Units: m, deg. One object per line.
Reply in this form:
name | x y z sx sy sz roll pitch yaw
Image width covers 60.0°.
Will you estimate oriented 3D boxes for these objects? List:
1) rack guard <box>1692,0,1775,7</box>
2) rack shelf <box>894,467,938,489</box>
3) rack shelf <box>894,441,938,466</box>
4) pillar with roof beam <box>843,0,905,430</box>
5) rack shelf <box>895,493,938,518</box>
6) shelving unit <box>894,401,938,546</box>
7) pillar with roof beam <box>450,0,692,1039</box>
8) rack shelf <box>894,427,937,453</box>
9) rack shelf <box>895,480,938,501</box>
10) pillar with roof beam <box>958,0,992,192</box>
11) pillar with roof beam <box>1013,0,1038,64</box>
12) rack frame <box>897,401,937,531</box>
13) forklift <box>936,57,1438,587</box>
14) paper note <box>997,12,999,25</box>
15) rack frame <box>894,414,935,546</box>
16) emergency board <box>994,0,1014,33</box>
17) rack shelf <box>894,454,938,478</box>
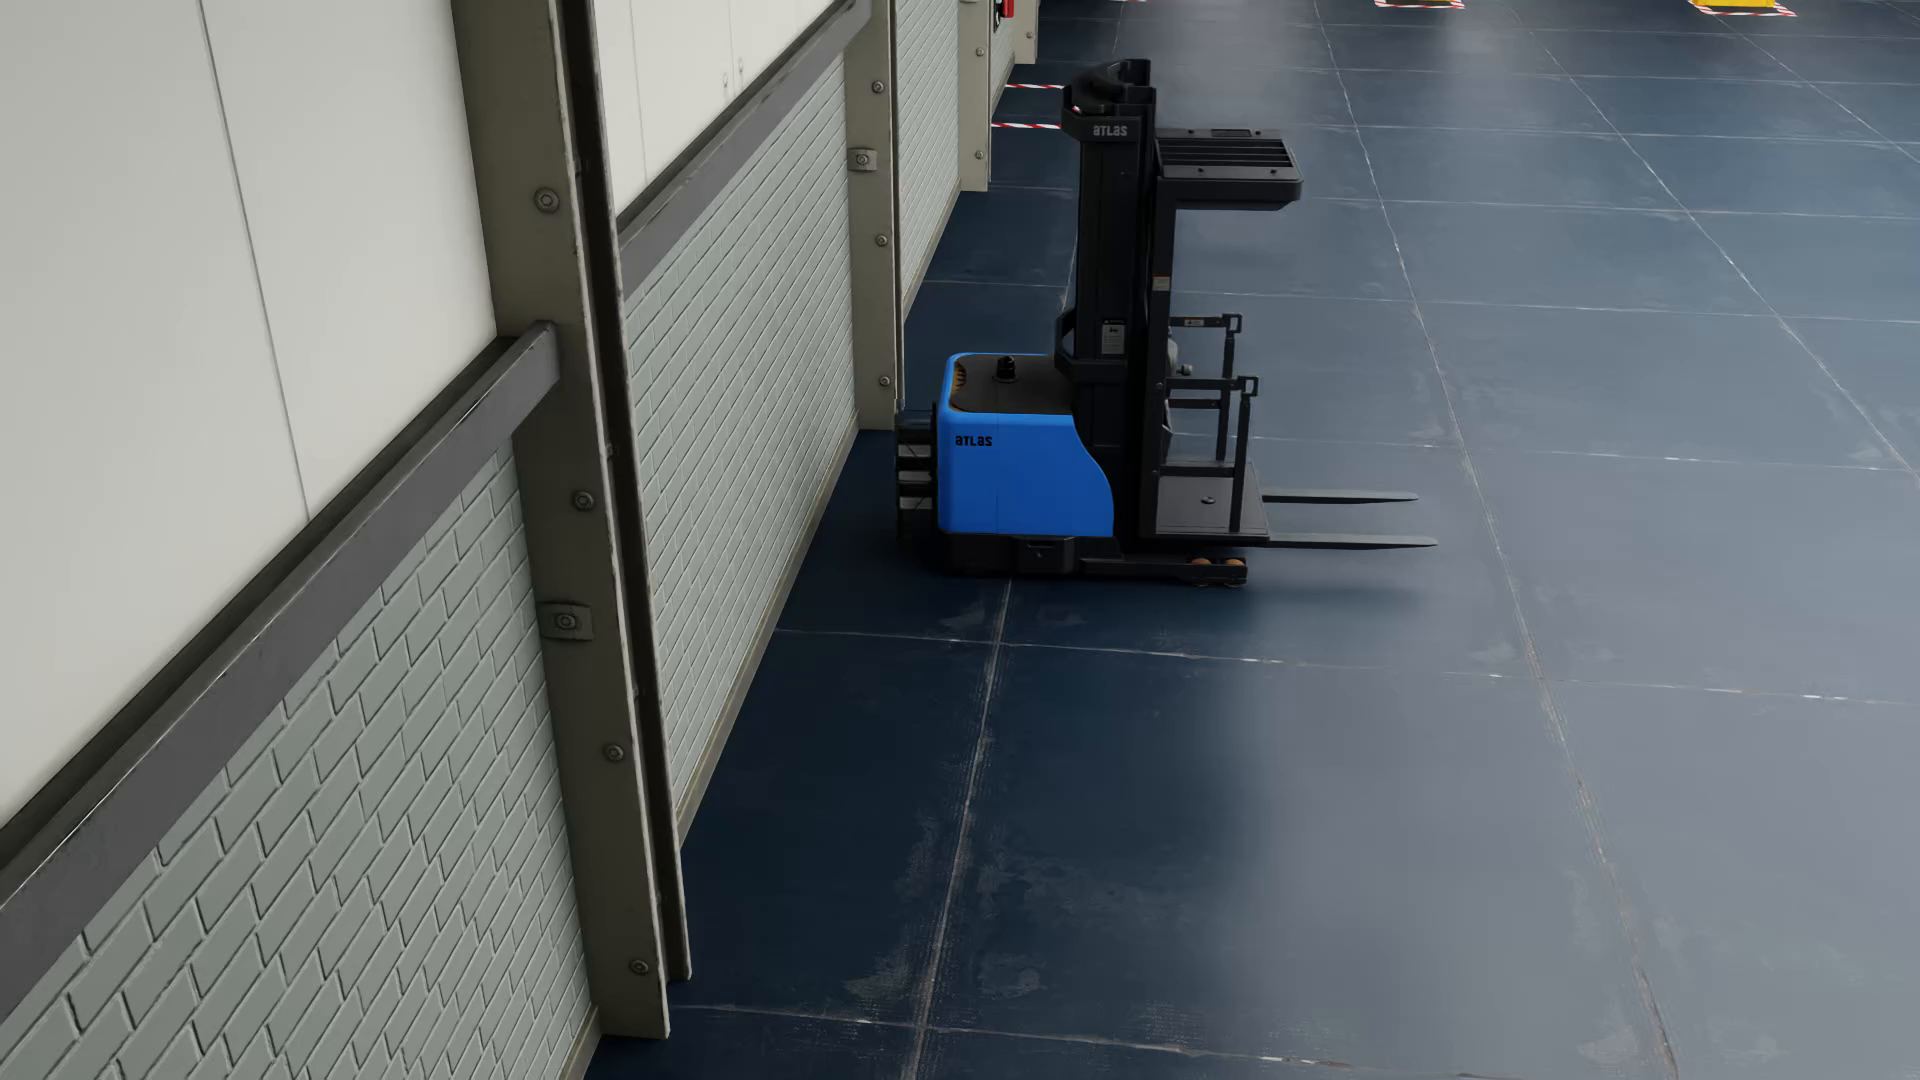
rack guard | 12.186 -8.670 26.107 1.175 0.500 0.348 3 28 6
rack shelf | -0.271 -0.379 10.366 0.258 0.077 0.200 1 28 3
rack shelf | -0.271 -0.537 10.280 0.258 0.077 0.200 1 28 3
pillar with roof beam | 3.685 -4.605 9.602 9.100 9.000 0.400 3 28 6
rack shelf | -0.270 -0.220 10.451 0.258 0.077 0.200 1 28 3
shelving unit | -0.271 -0.408 10.350 0.258 0.900 0.210 1 28 3
pillar with roof beam | 2.950 -1.781 4.360 9.100 9.000 0.400 3 28 6
rack shelf | -0.272 -0.616 10.238 0.258 0.077 0.200 1 28 3
rack shelf | -0.271 -0.299 10.408 0.258 0.077 0.200 1 28 3
pillar with roof beam | 4.420 -7.429 14.845 9.100 9.000 0.400 3 28 6
pillar with roof beam | 5.155 -10.254 20.087 9.100 9.000 0.400 3 28 6
rack frame | -0.265 -0.456 10.439 0.240 0.900 0.006 1 28 3
forklift | 1.391 -1.266 9.802 3.031 2.935 1.130 1 28 3
paper note | 0.452 -6.235 19.881 0.016 0.148 0.142 3 28 6
rack frame | -0.277 -0.360 10.260 0.240 0.900 0.006 1 28 3
emergency board | 0.542 -6.702 19.819 0.194 1.169 0.643 3 28 6
rack shelf | -0.271 -0.458 10.323 0.258 0.077 0.200 1 28 3
